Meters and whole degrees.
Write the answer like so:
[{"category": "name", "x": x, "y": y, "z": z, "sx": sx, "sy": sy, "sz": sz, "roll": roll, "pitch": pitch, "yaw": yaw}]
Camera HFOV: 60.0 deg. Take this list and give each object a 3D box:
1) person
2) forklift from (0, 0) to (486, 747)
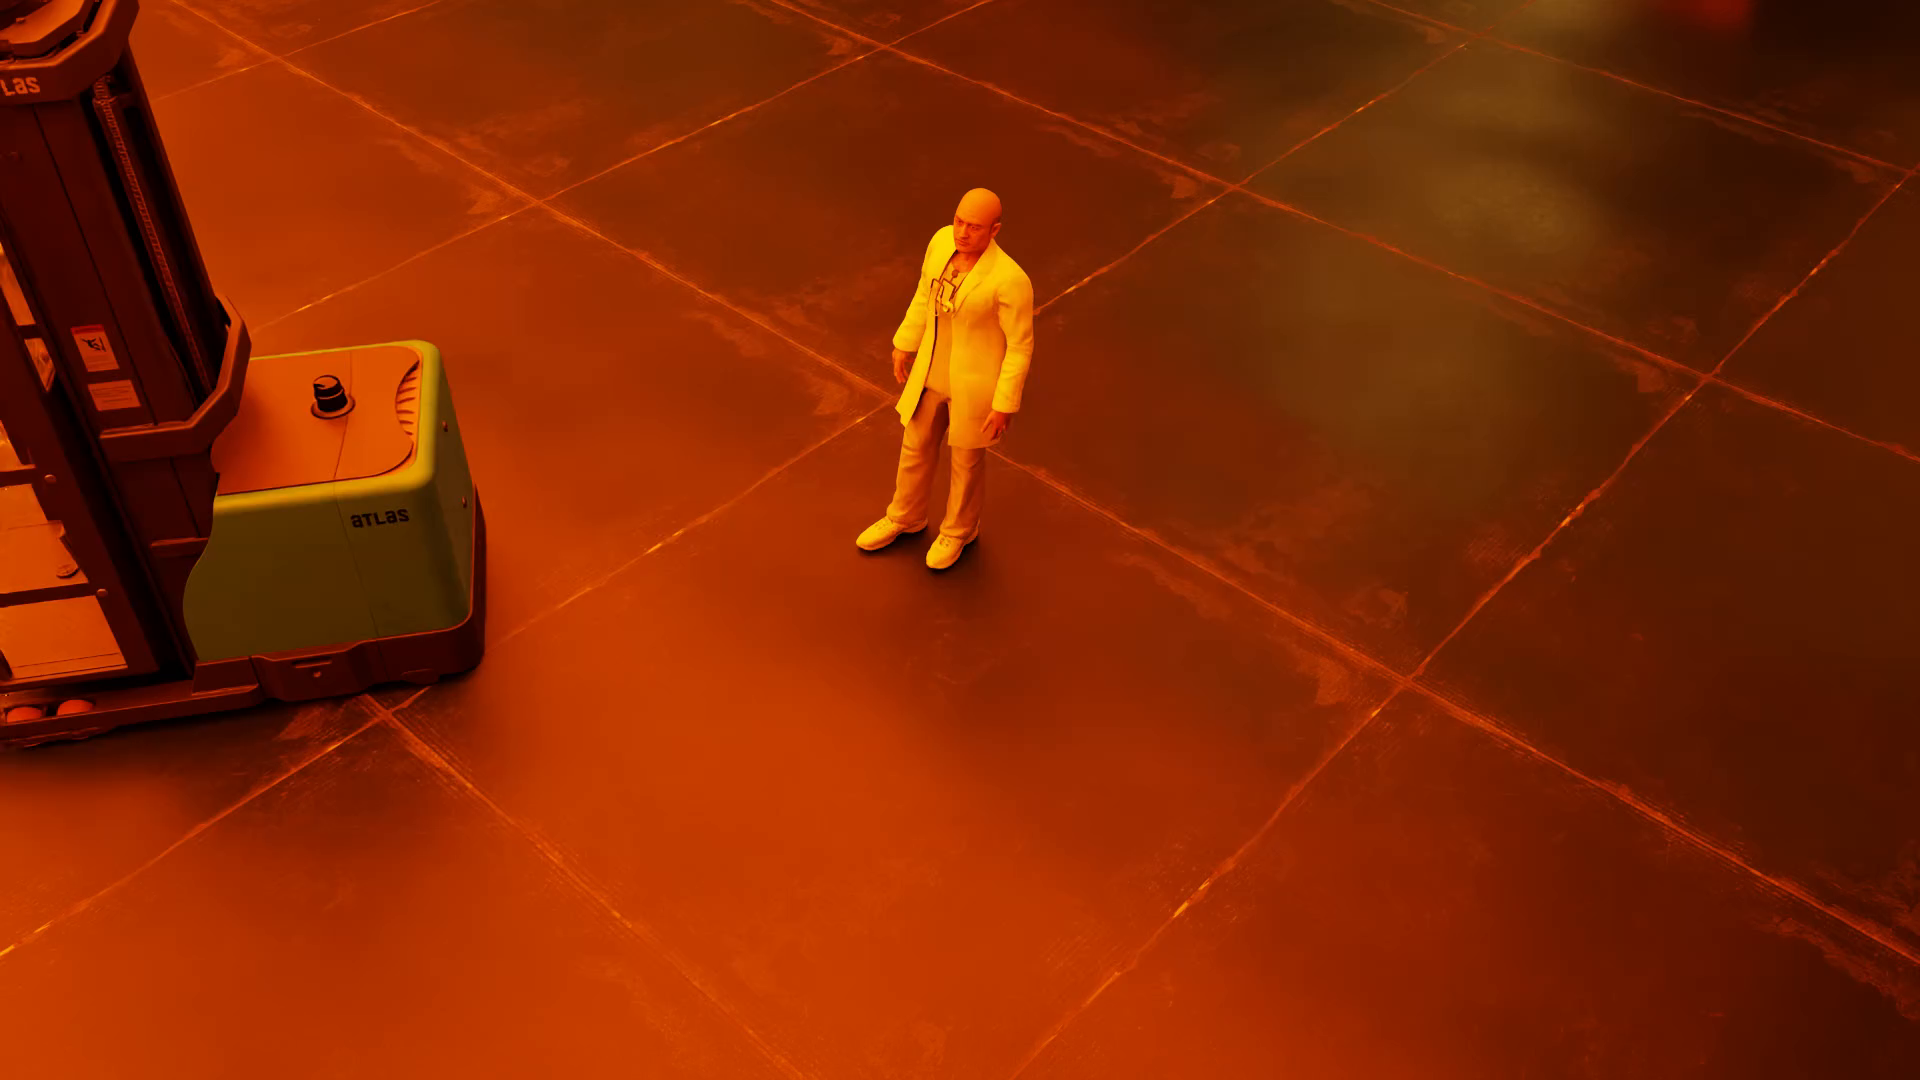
[{"category": "person", "x": -0.065, "y": -0.639, "z": 7.048, "sx": 0.696, "sy": 1.776, "sz": 0.581, "roll": 31, "pitch": 49, "yaw": 31}, {"category": "forklift", "x": -3.580, "y": -0.656, "z": 6.192, "sx": 3.031, "sy": 2.935, "sz": 1.130, "roll": -8, "pitch": 41, "yaw": -9}]
